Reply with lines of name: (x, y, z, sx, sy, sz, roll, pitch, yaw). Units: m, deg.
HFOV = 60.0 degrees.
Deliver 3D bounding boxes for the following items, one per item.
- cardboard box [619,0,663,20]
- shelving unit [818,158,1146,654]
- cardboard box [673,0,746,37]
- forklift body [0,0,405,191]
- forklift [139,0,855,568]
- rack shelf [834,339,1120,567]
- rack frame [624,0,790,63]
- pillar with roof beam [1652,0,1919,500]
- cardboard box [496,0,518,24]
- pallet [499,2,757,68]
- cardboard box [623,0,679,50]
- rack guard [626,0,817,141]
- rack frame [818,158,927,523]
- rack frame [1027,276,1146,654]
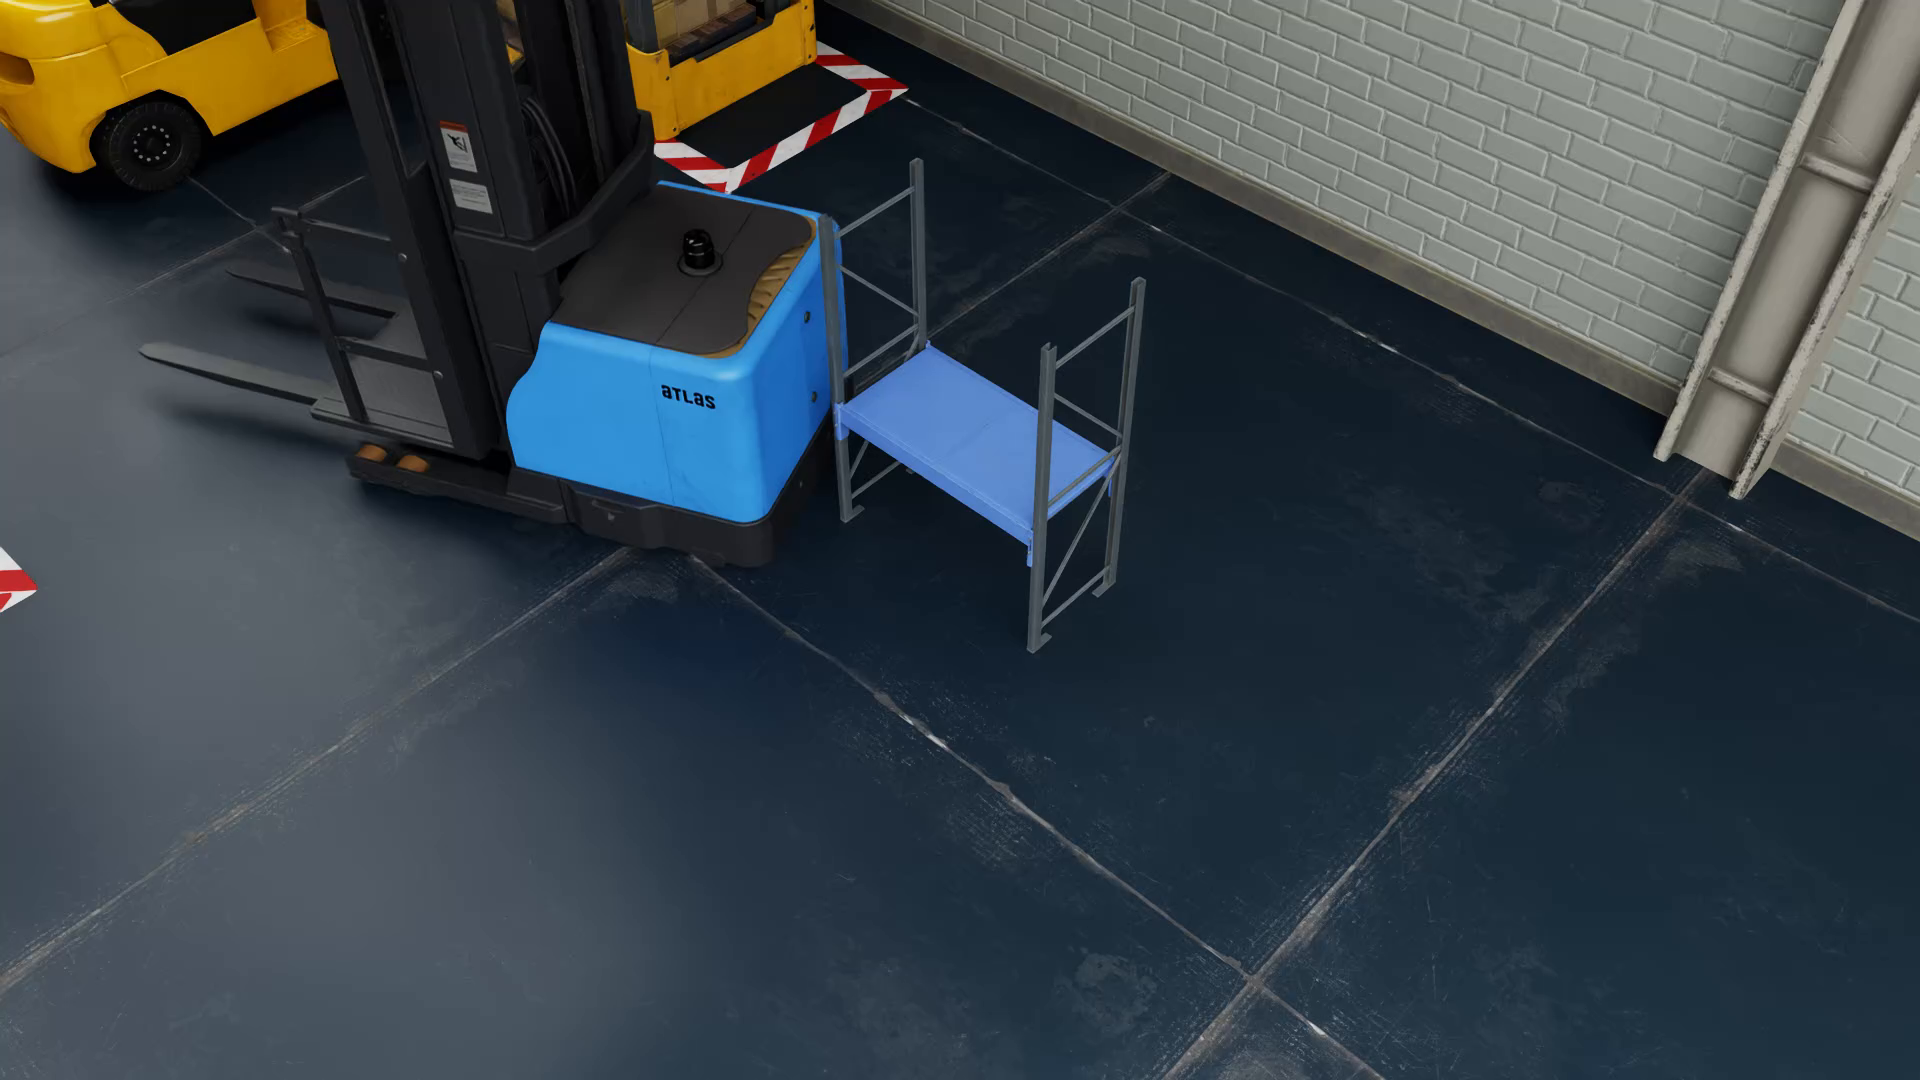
cardboard box: (-1.879, -2.957, 8.724, 0.500, 0.250, 0.500, 33, 55, 27)
shelving unit: (0.063, -0.471, 6.164, 1.048, 1.500, 0.538, 34, 55, 28)
cardboard box: (-1.538, -3.060, 9.164, 0.500, 0.250, 0.500, 34, 56, 28)
forklift body: (-3.940, -3.180, 8.260, 1.214, 2.155, 2.313, 34, 55, 28)
forklift: (-2.025, -1.543, 6.188, 3.031, 2.935, 1.130, 14, 48, 13)
rack shelf: (0.063, -0.348, 6.295, 1.000, 0.185, 0.538, 34, 55, 28)
rack frame: (-1.310, -3.510, 7.988, 0.127, 3.000, 1.000, 34, 55, 28)
pillar with roof beam: (0.279, -1.117, 1.627, 0.400, 9.000, 9.100, 34, 55, 28)
cardboard box: (-2.228, -3.026, 9.132, 0.500, 0.250, 0.500, 34, 55, 28)
pallet: (-1.900, -2.911, 9.338, 1.213, 0.211, 1.003, 34, 55, 28)
cardboard box: (-1.869, -2.775, 8.896, 0.500, 0.250, 0.500, 34, 56, 28)
rack guard: (-1.292, -2.642, 8.888, 0.348, 0.500, 1.175, 34, 55, 28)
rack frame: (-0.311, -0.723, 6.400, 0.032, 1.500, 0.500, 34, 55, 28)
rack frame: (0.436, -0.220, 5.928, 0.032, 1.500, 0.500, 34, 55, 28)
